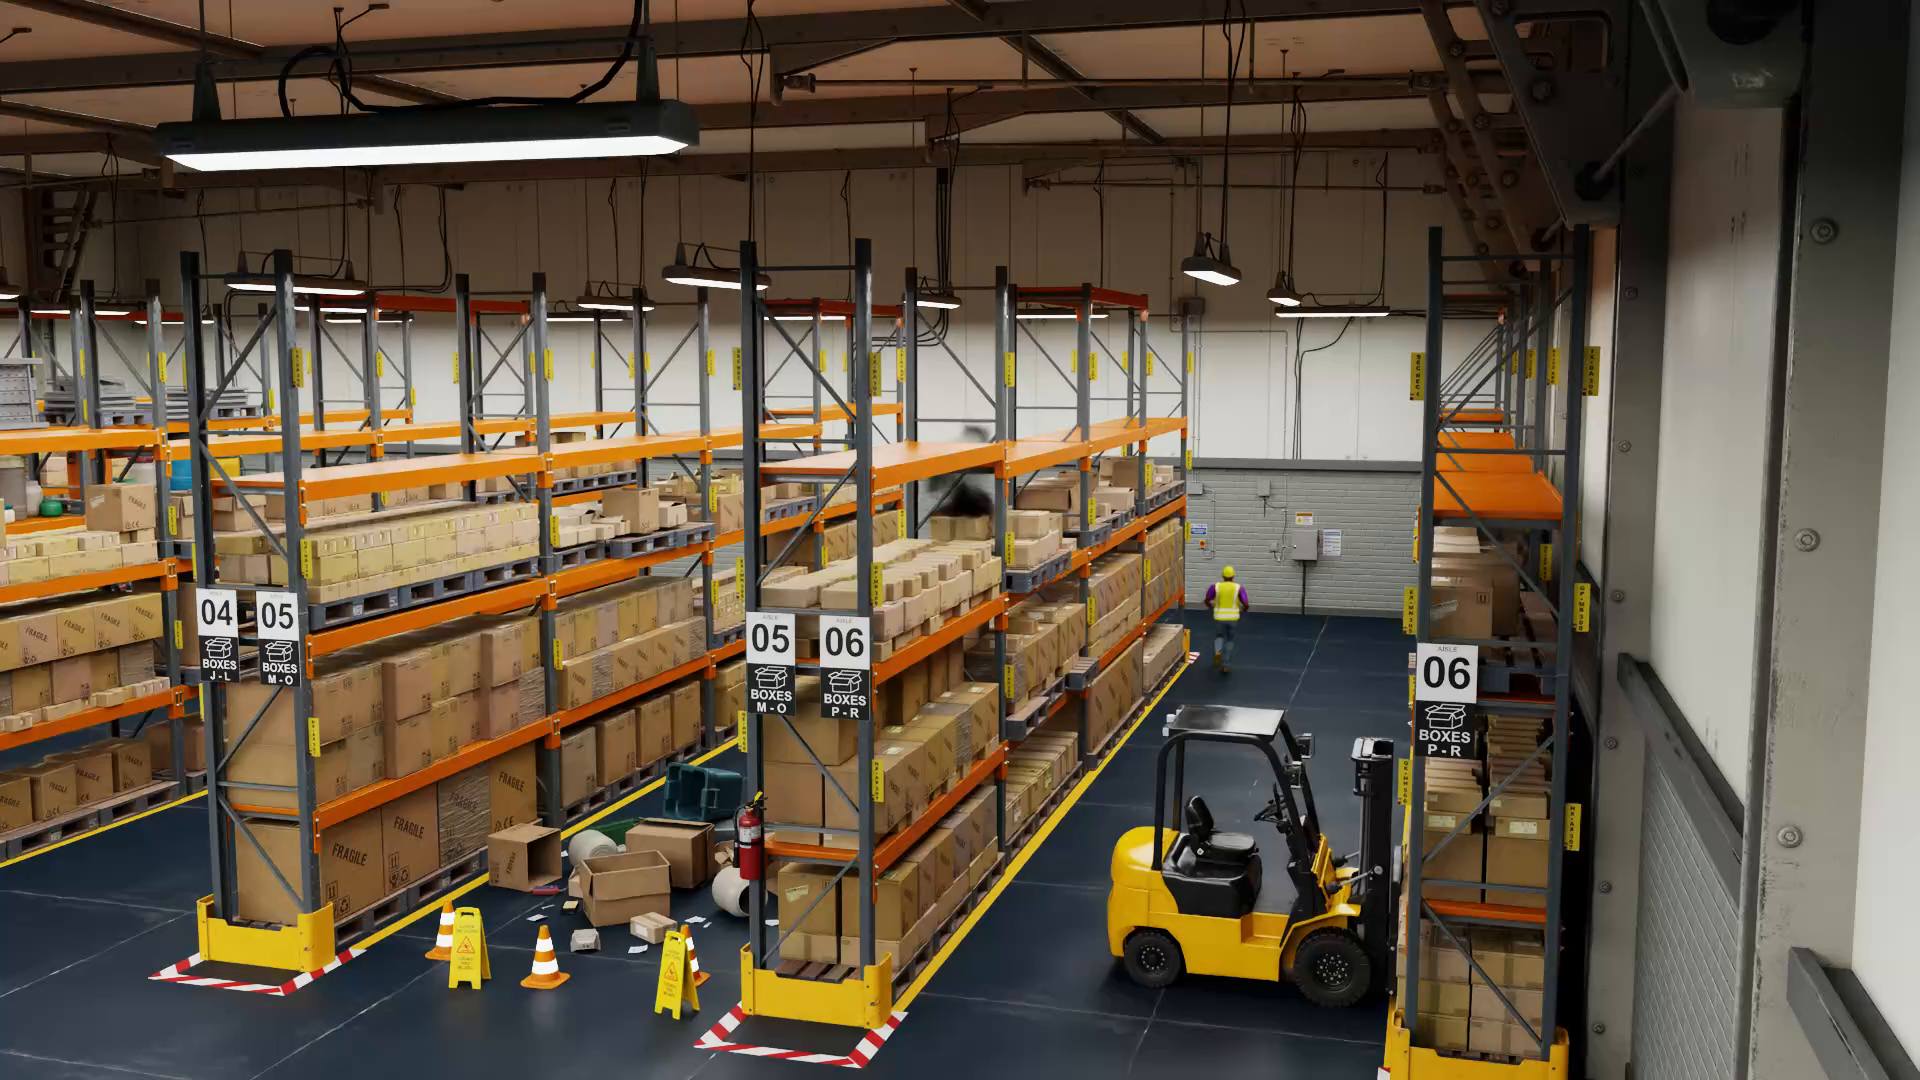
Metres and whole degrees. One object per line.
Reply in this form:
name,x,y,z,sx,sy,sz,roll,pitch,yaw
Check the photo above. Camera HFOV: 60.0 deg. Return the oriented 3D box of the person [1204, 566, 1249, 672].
person,4.342,1.279,27.082,0.713,1.725,0.563,2,7,16
